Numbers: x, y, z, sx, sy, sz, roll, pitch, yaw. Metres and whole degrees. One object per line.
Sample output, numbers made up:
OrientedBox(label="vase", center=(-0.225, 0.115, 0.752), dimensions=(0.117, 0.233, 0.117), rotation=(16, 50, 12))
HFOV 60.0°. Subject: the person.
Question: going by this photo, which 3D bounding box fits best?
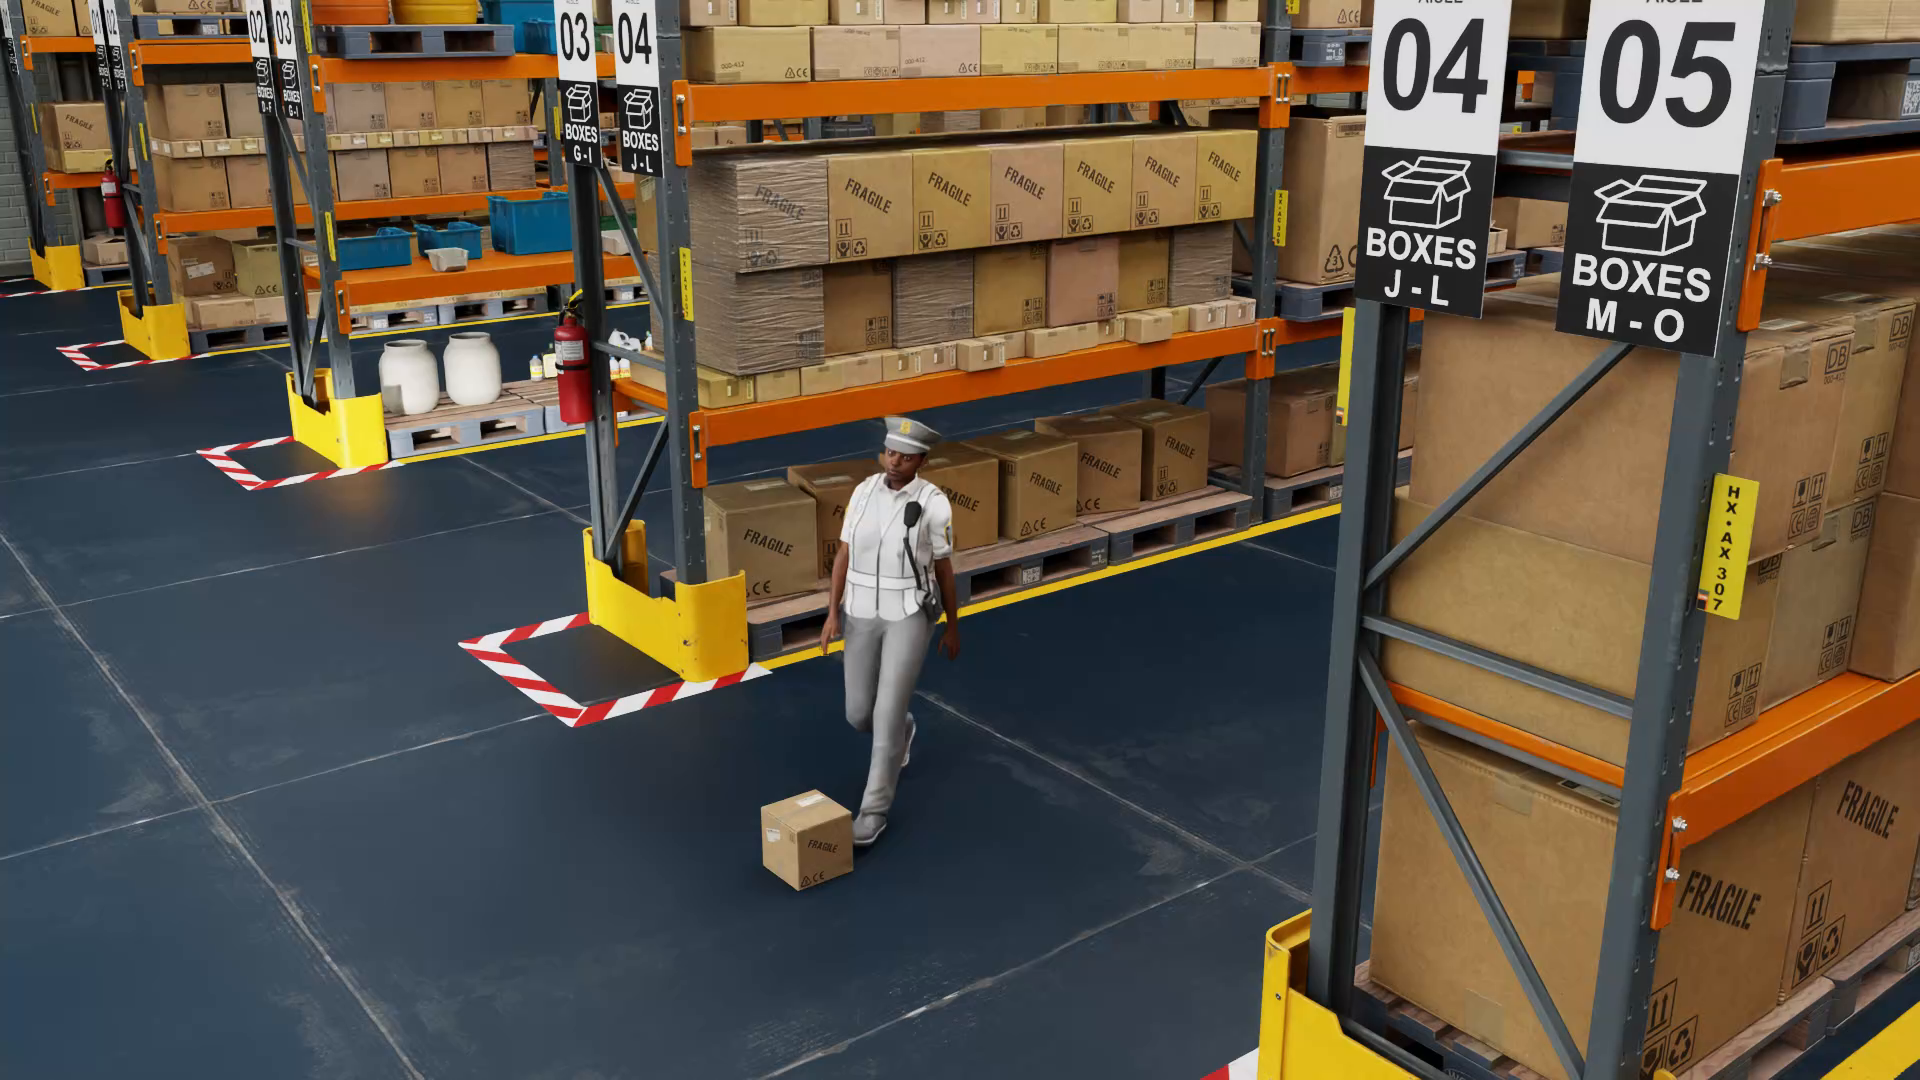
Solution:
OrientedBox(label="person", center=(-0.314, 0.323, 6.588), dimensions=(0.497, 1.616, 0.878), rotation=(7, 19, 20))
